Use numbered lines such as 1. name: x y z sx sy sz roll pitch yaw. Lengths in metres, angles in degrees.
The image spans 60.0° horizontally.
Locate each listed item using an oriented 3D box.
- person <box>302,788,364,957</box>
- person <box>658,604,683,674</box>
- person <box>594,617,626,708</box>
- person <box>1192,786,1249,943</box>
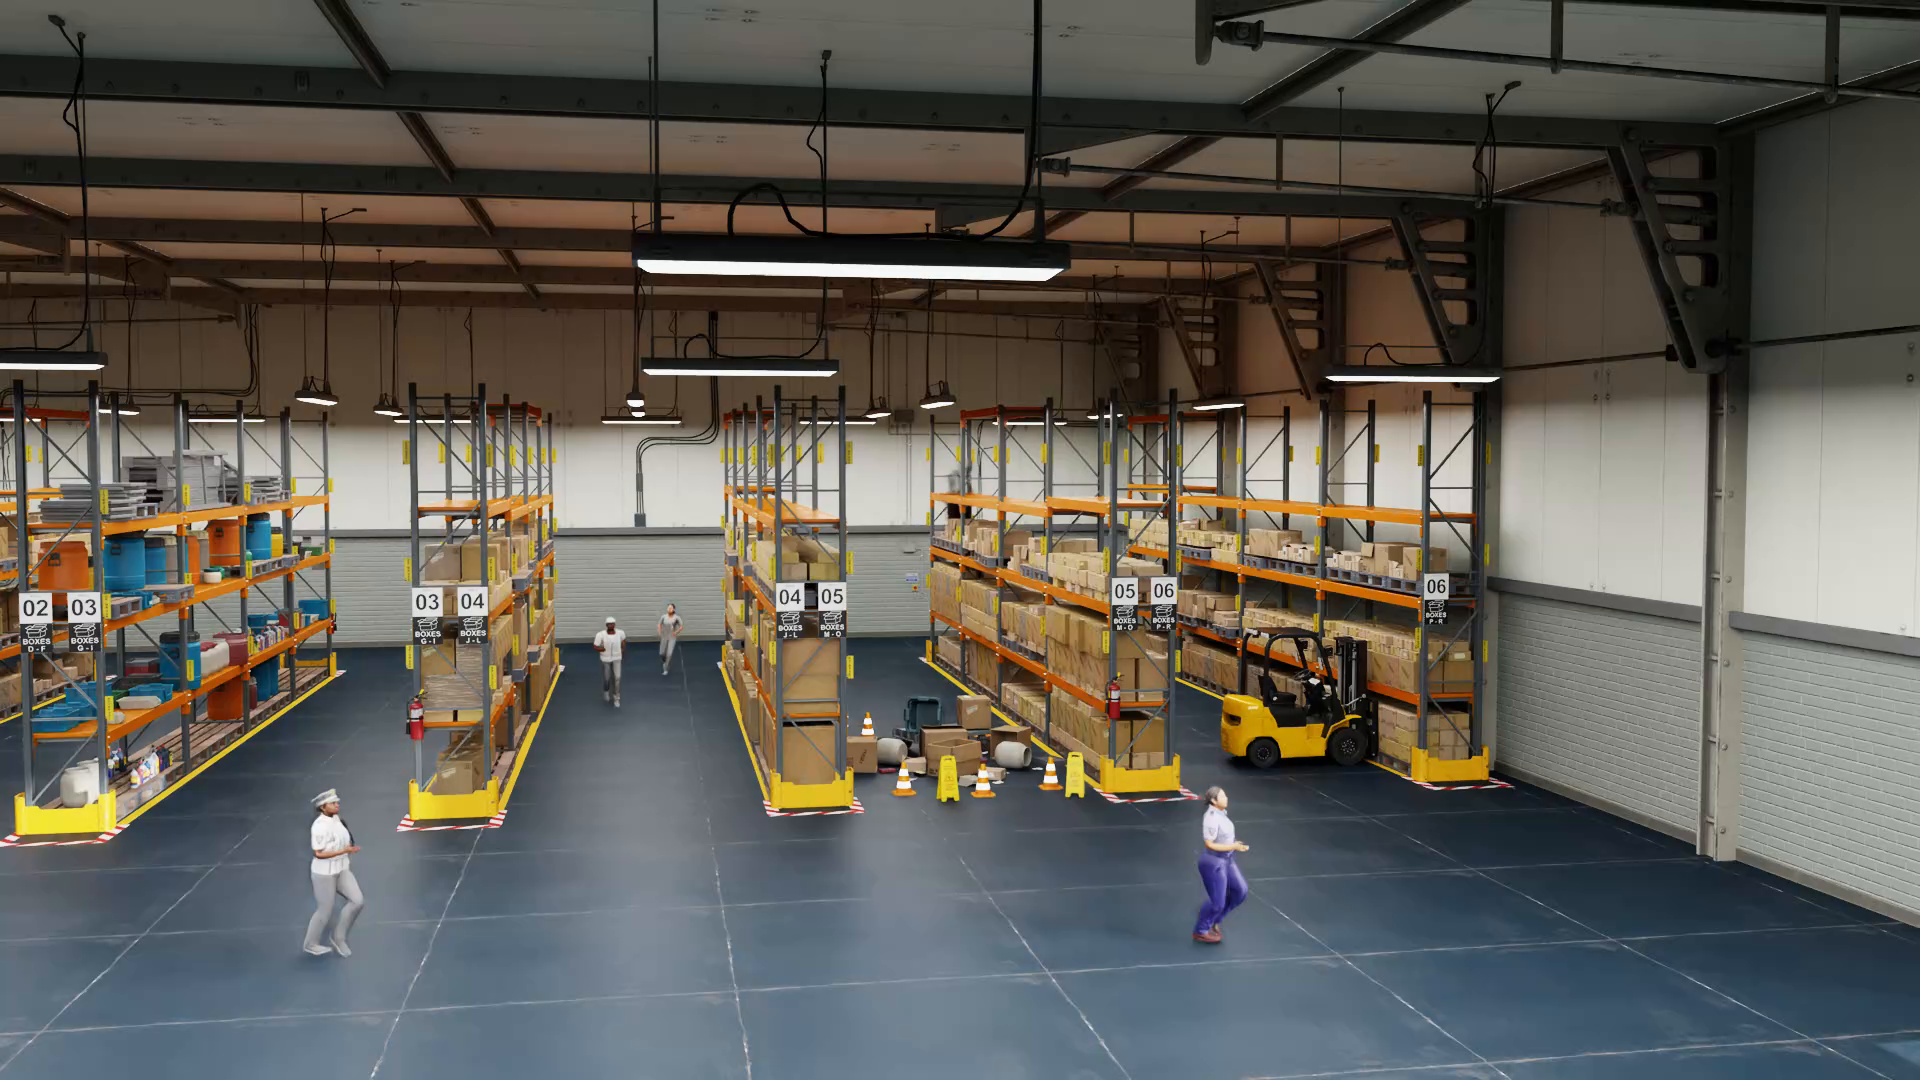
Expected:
1. person: -6.225 3.324 16.547 0.667 1.728 0.558 1 3 12
2. person: -6.649 2.264 38.171 0.592 1.623 0.543 0 3 3
3. person: -7.018 2.427 33.370 0.659 1.798 0.896 -1 3 -17
4. person: 2.692 3.325 17.047 0.605 1.615 0.582 1 3 24
